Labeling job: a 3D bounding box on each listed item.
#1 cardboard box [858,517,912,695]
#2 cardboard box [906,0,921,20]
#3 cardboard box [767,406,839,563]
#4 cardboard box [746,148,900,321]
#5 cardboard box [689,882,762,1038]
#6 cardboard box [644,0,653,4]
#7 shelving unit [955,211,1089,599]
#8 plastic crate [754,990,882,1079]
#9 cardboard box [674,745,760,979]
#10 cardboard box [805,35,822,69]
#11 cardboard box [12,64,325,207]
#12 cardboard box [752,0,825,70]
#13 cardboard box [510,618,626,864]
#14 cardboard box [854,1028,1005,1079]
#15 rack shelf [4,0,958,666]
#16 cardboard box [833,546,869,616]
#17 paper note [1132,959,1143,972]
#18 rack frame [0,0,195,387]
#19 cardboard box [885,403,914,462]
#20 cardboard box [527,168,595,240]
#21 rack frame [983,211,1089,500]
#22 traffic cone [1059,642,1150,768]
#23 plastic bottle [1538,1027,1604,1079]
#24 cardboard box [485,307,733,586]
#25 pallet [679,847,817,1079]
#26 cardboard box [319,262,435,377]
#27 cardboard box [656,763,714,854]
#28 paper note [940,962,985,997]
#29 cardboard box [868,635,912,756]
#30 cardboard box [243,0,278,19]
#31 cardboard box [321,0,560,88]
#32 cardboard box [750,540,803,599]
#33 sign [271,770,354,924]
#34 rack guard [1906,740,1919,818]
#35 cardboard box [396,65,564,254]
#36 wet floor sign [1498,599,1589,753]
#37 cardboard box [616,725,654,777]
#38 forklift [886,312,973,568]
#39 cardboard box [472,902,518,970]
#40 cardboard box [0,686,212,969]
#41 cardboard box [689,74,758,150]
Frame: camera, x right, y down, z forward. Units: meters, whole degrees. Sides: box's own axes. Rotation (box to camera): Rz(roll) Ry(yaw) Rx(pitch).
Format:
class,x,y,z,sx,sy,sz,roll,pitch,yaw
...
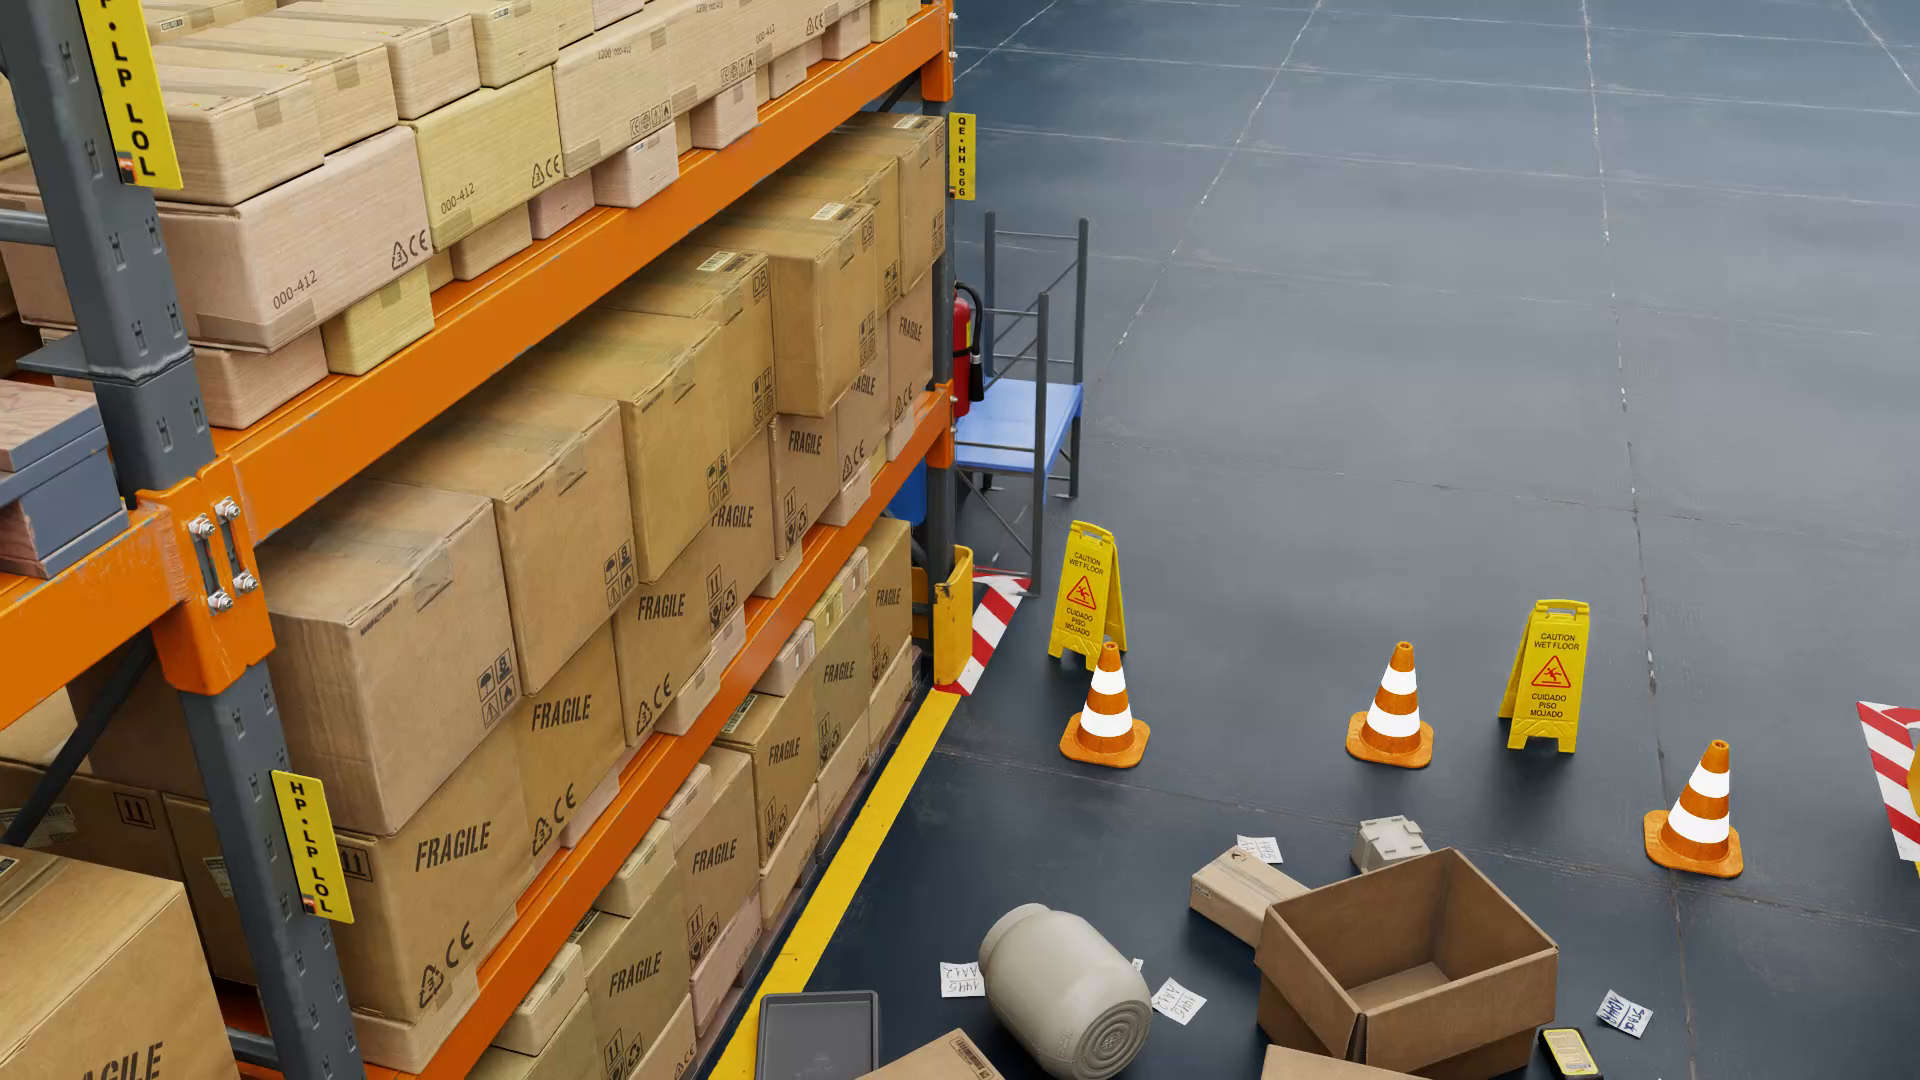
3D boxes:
class,x,y,z,sx,sy,sz,roll,pitch,yaw
cardboard box,-0.502,0.222,6.390,0.500,0.500,0.500,9,30,15
cardboard box,-0.353,-1.873,5.704,0.380,0.149,0.250,9,30,15
cardboard box,-0.714,-0.296,5.287,0.500,0.500,0.500,8,30,15
cardboard box,-0.613,-0.986,5.499,0.700,0.500,0.500,9,30,15
cardboard box,-0.960,1.267,5.283,0.500,0.250,0.500,8,30,14
cardboard box,-0.908,-1.402,4.038,0.380,0.149,0.250,9,30,16
shelving unit,0.250,-0.658,7.890,0.538,1.500,1.048,7,30,12
plastic crate,-0.445,1.645,5.211,0.402,0.080,0.583,-1,29,-3
cardboard box,-0.959,0.945,5.091,0.500,0.500,0.500,10,31,17
cardboard box,-0.644,-1.526,5.080,0.380,0.149,0.250,9,30,15
cardboard box,-1.286,-0.668,2.718,0.380,0.149,0.250,8,30,14
cardboard box,-0.705,-1.501,4.626,0.500,0.250,0.500,9,30,16
cardboard box,-1.169,0.406,4.025,0.500,0.500,0.500,8,30,15
cardboard box,-0.075,1.769,4.554,0.500,0.500,0.500,-17,34,-28
rack shelf,-1.103,-0.945,4.517,1.077,0.370,4.000,8,30,15
cardboard box,-0.545,0.119,5.908,0.380,0.149,0.250,9,30,16
paper note,0.591,1.459,5.618,0.032,0.001,0.123,8,30,15
rack frame,-1.690,-1.640,1.942,1.000,3.000,0.127,8,30,15
cardboard box,-0.390,-0.430,6.196,0.380,0.149,0.250,8,30,14
cardboard box,-1.066,-0.808,3.789,0.380,0.149,0.250,8,30,13
rack frame,0.367,-0.898,8.322,0.500,1.500,0.032,7,30,12
traffic cone,0.591,0.615,6.669,0.336,0.463,0.334,8,30,15
plastic bottle,1.928,1.653,5.216,0.133,0.061,0.283,-1,29,-3
cardboard box,-1.010,-0.267,4.206,0.700,0.500,0.500,8,30,14
pallet,-1.171,1.314,5.671,1.003,0.211,1.213,8,30,15
cardboard box,-1.231,-0.443,3.134,0.380,0.149,0.250,9,30,15
cardboard box,-0.939,0.738,4.795,0.380,0.149,0.250,10,31,18
paper note,0.008,1.470,5.577,0.142,0.019,0.148,-1,29,-3
cardboard box,-0.503,0.566,6.544,0.500,0.250,0.500,8,30,15
cardboard box,-1.690,-1.126,3.541,0.380,0.149,0.250,9,30,16
cardboard box,-1.048,-1.033,3.374,0.380,0.149,0.250,8,30,14
cardboard box,-0.730,0.041,5.349,0.380,0.149,0.250,8,30,14
sign,-1.159,0.553,2.980,0.100,0.325,0.005,8,30,15
rack guard,4.253,0.863,6.185,1.175,0.500,0.348,8,30,15
cardboard box,-1.157,-0.800,3.366,0.500,0.250,0.500,8,30,14
wet floor sign,2.361,0.515,6.661,0.267,0.644,0.232,3,29,6
cardboard box,-1.063,0.500,4.525,0.380,0.149,0.250,8,30,15
forklift,-1.509,-1.484,7.902,3.031,2.935,1.130,8,30,13
cardboard box,-1.267,0.866,3.867,0.380,0.149,0.250,9,30,16
cardboard box,-1.797,0.566,3.739,0.500,0.500,0.500,8,30,14
cardboard box,-0.762,-1.153,4.410,0.380,0.149,0.250,8,30,14
